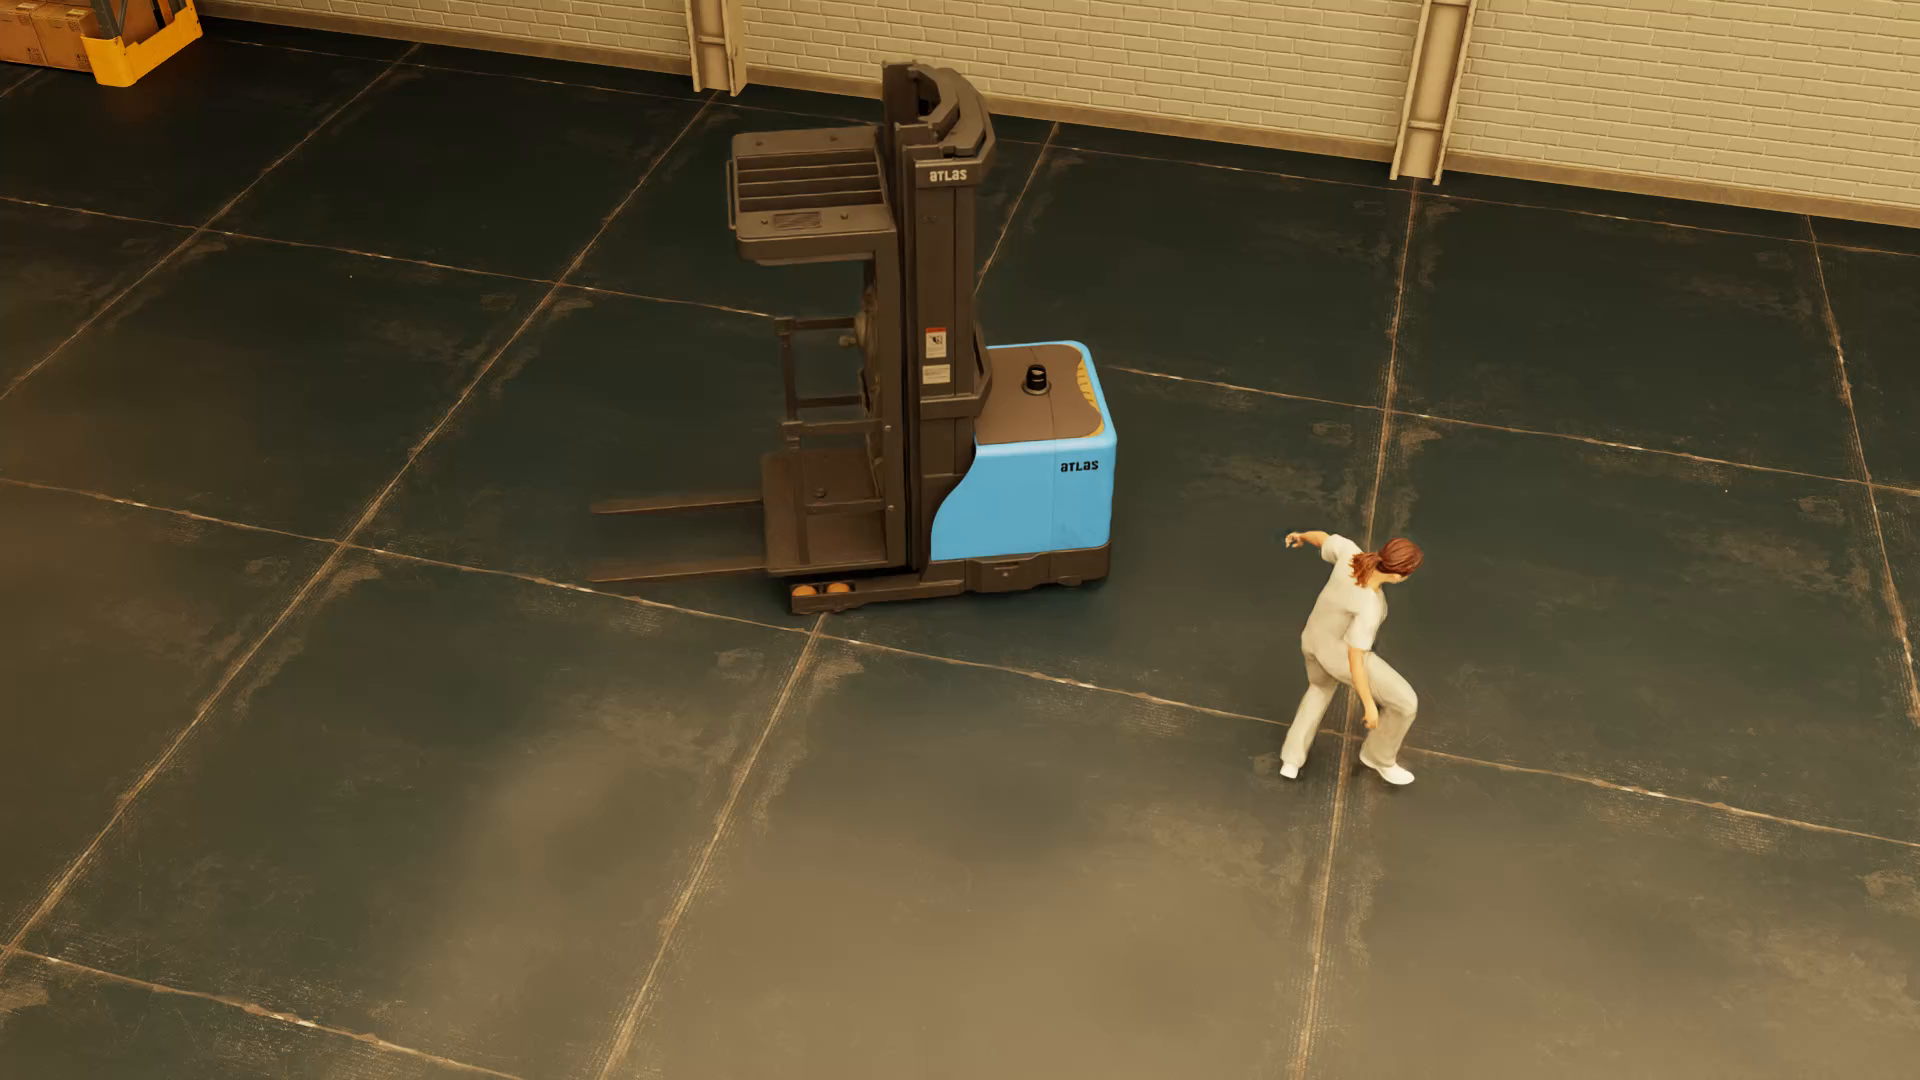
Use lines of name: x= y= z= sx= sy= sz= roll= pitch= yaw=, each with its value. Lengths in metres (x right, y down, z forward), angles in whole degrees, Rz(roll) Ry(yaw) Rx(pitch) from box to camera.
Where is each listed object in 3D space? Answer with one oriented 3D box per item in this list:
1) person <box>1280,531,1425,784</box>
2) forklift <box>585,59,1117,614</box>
person: x=1.893 y=0.515 z=8.404 sx=0.603 sy=1.591 sz=1.069 roll=-12 pitch=43 yaw=-14
forklift: x=-0.678 y=-1.046 z=9.055 sx=3.031 sy=2.935 sz=1.130 roll=-5 pitch=41 yaw=-5
